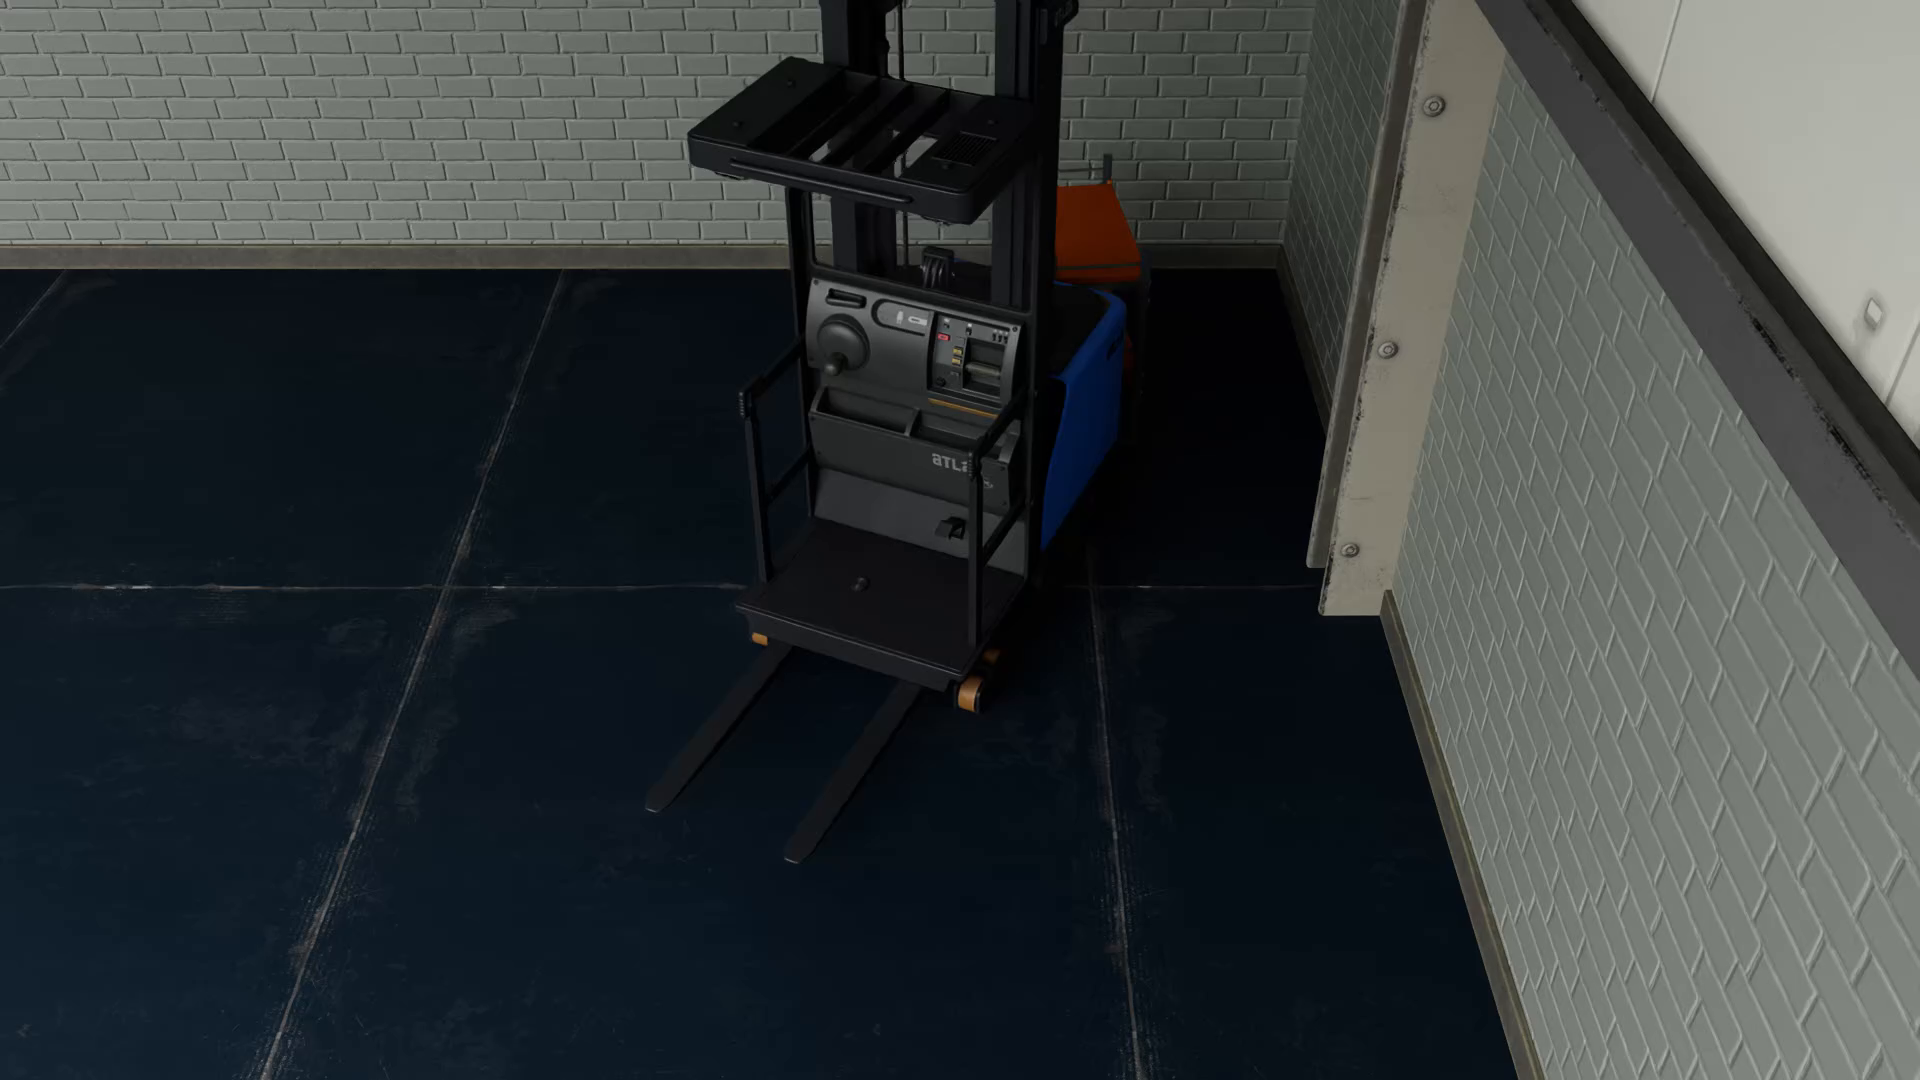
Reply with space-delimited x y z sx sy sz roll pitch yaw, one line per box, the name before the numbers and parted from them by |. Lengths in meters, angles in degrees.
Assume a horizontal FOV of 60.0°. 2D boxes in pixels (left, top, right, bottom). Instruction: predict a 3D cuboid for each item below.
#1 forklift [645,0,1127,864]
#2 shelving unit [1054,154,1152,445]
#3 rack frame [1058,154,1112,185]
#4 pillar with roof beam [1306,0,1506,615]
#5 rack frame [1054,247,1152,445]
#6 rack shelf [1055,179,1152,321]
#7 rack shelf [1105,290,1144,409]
forklift | -0.281 -0.722 6.552 1.130 2.935 3.031 16 41 19
shelving unit | 0.607 -1.246 8.651 0.538 1.125 1.048 -4 39 -5
rack frame | 0.548 -1.562 9.045 0.500 1.125 0.032 -4 39 -5
pillar with roof beam | -2.513 -3.291 4.906 9.100 9.000 0.400 0 39 0
rack frame | 0.665 -0.931 8.257 0.500 1.125 0.032 -4 39 -5
rack shelf | 0.607 -1.475 8.468 0.538 0.278 1.000 -4 39 -5
rack shelf | 0.607 -1.056 8.804 0.538 0.278 1.000 -4 39 -5
